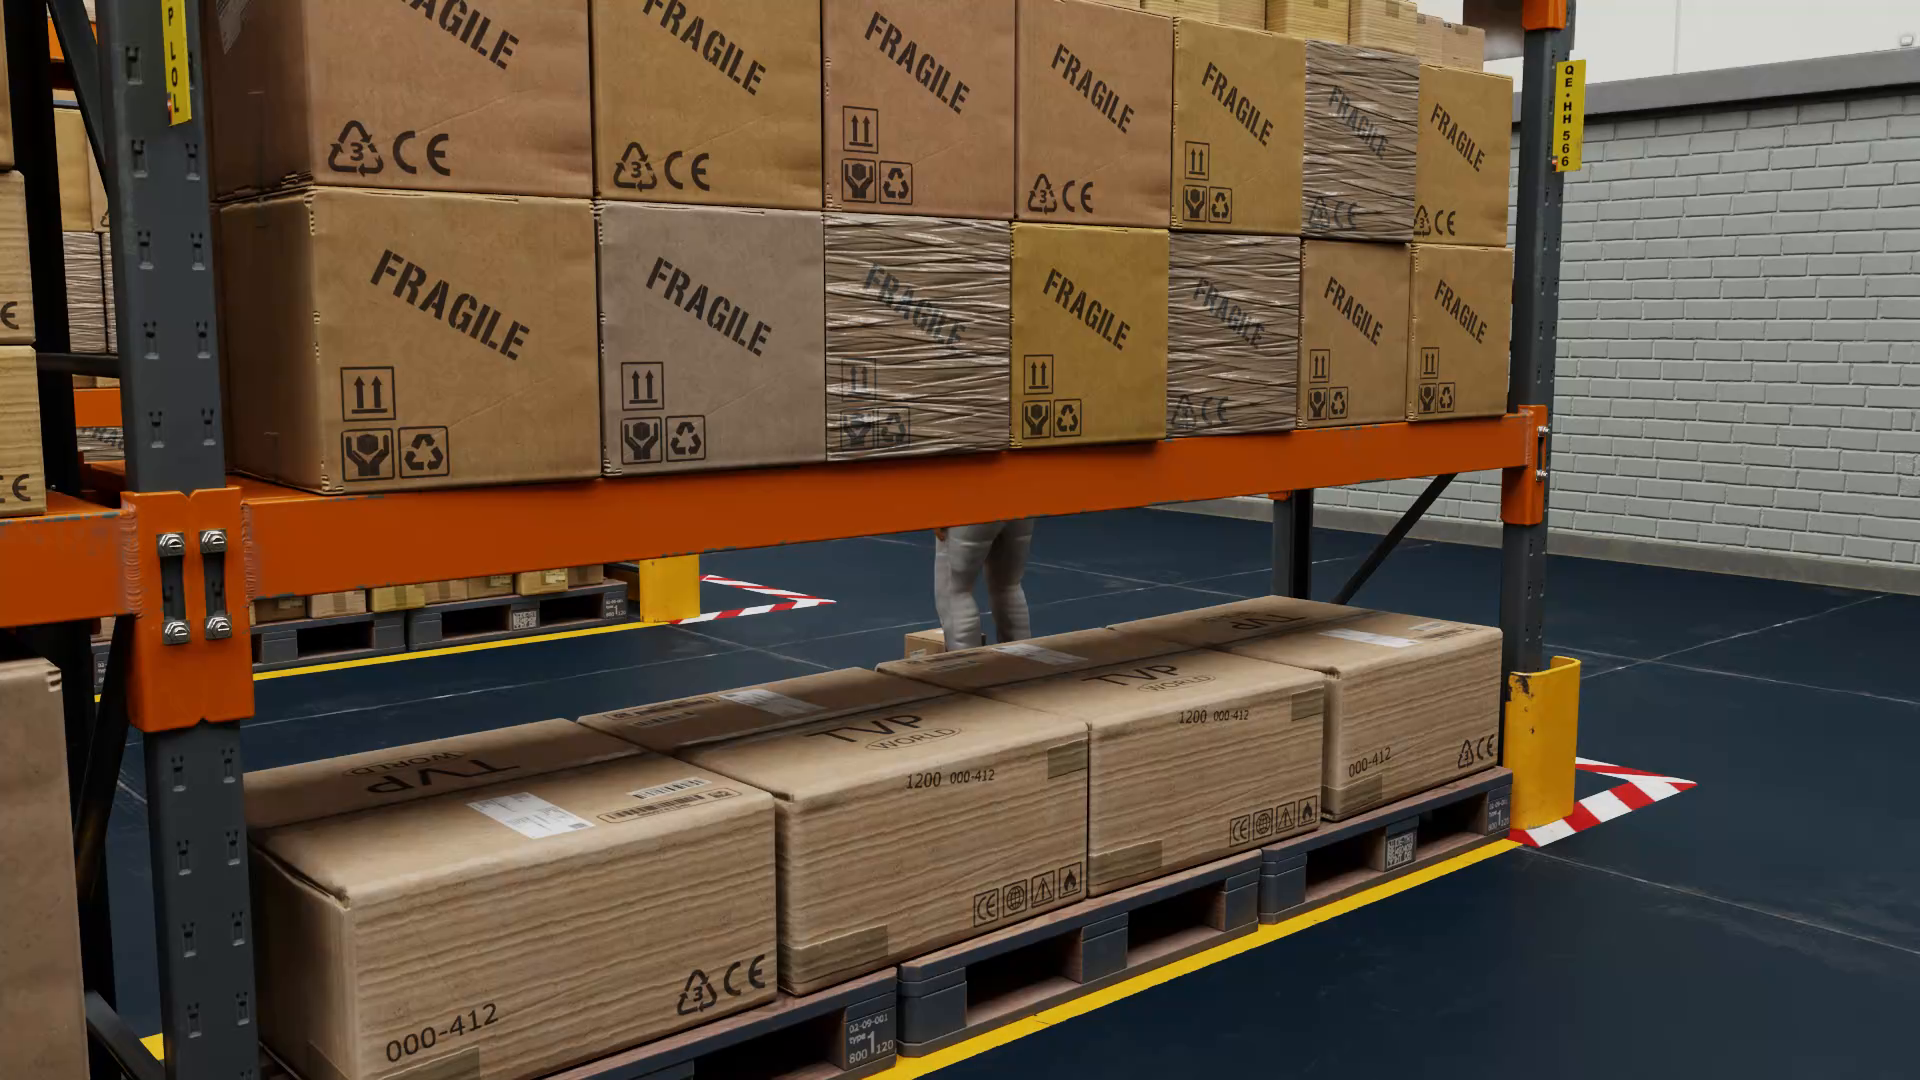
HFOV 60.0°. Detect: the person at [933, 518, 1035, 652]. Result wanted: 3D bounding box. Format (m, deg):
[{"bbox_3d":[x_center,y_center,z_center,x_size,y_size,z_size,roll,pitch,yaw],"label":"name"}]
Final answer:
[{"bbox_3d":[0.087,-0.150,6.905,0.554,1.665,0.468,-7,10,-44],"label":"person"}]
